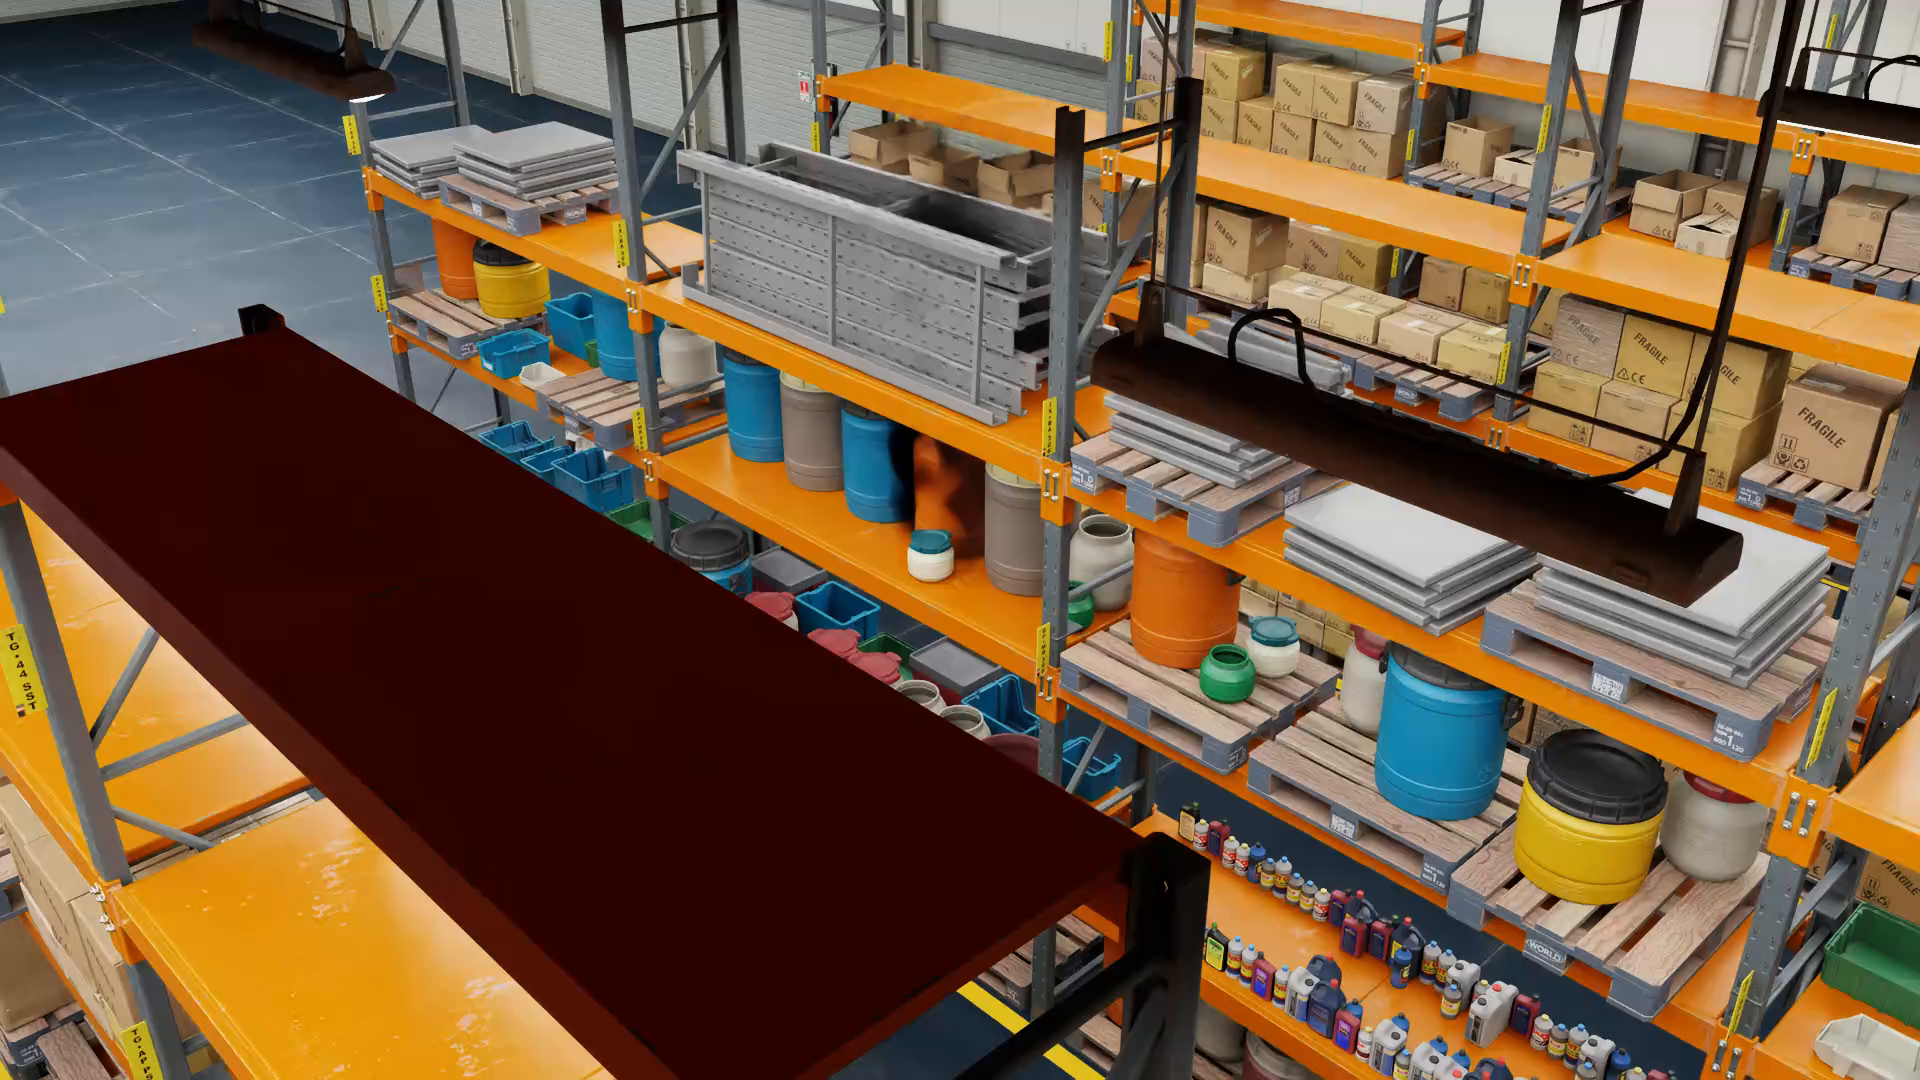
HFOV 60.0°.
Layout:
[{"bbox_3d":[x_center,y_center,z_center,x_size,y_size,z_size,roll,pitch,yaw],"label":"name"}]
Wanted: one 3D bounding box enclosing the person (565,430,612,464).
[{"bbox_3d":[-3.682,-0.856,16.671,0.561,1.718,0.756,18,33,31],"label":"person"}]
